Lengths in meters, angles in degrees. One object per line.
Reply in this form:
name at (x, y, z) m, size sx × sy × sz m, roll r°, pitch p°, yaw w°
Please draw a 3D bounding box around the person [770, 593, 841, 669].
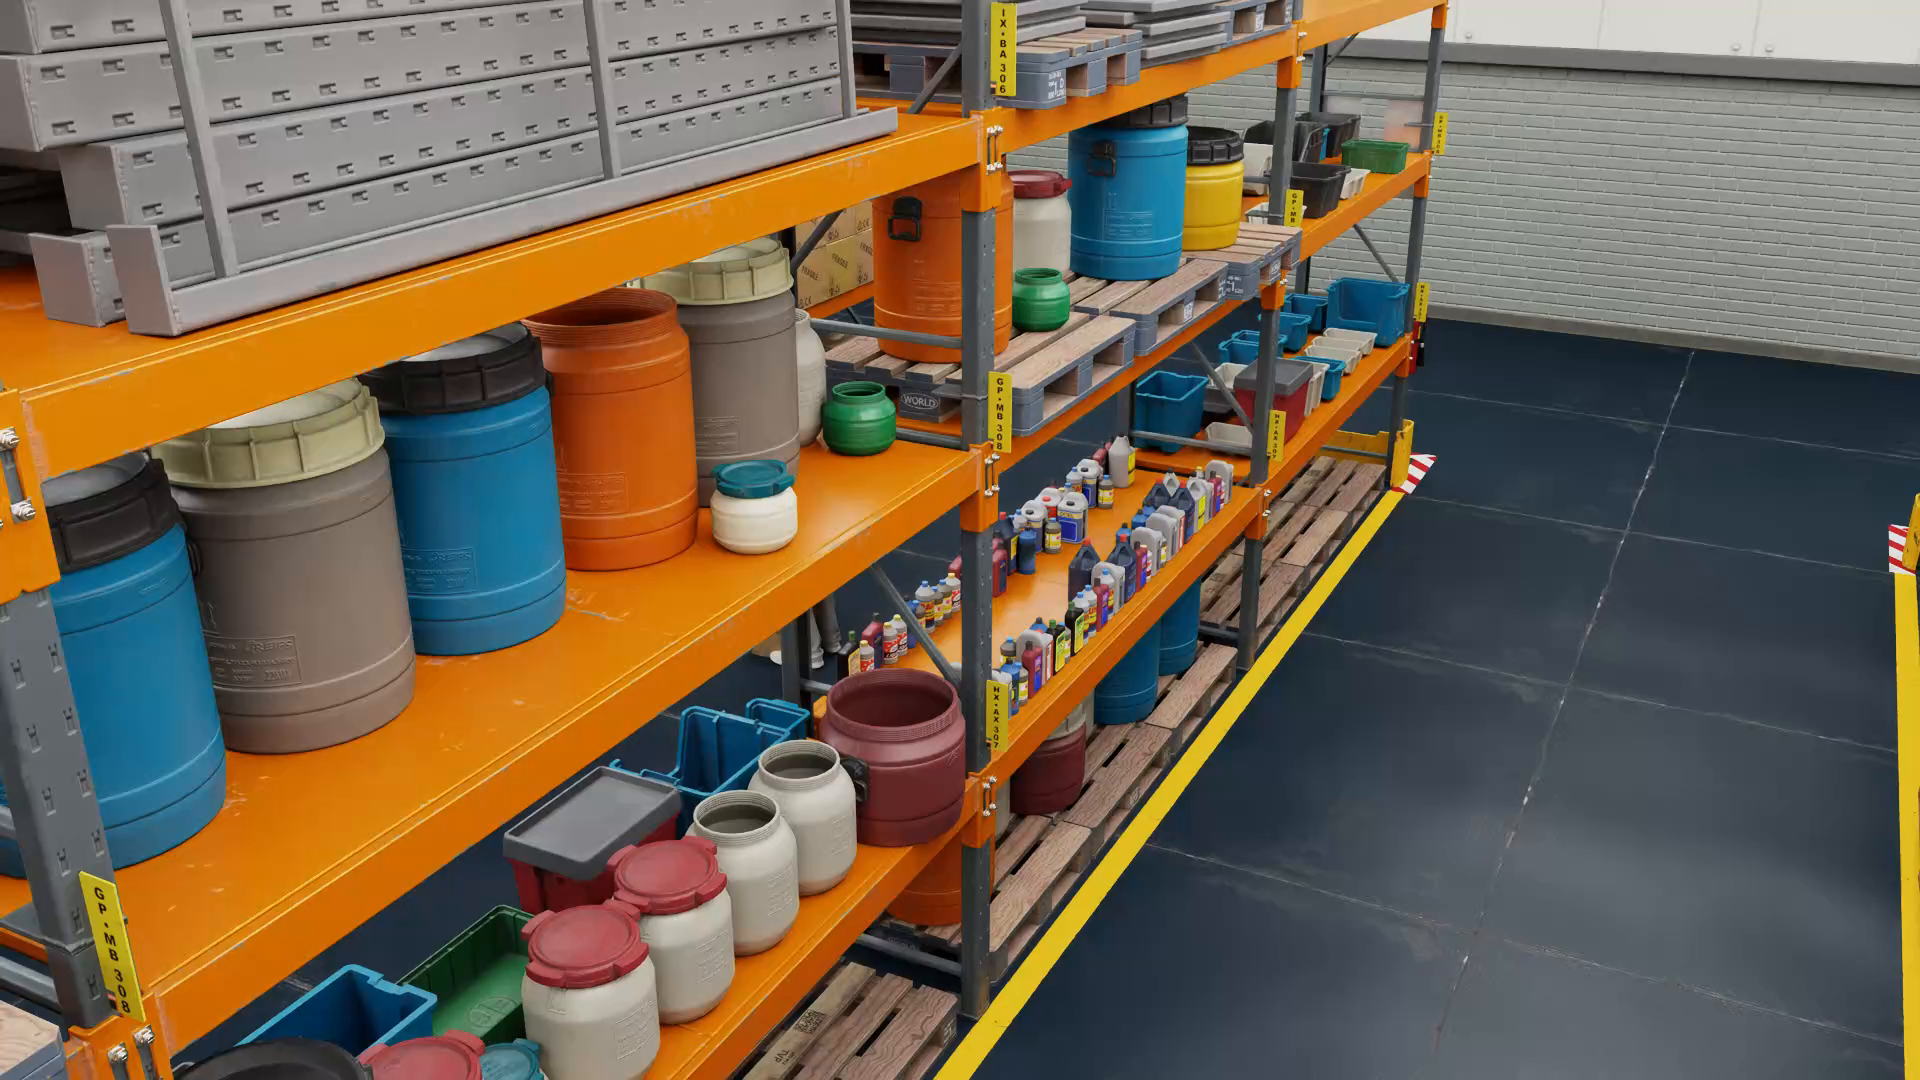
person at (-1.014, -0.032, 10.863) m, size 0.427 × 1.773 × 0.642 m, roll 11°, pitch 25°, yaw 25°
